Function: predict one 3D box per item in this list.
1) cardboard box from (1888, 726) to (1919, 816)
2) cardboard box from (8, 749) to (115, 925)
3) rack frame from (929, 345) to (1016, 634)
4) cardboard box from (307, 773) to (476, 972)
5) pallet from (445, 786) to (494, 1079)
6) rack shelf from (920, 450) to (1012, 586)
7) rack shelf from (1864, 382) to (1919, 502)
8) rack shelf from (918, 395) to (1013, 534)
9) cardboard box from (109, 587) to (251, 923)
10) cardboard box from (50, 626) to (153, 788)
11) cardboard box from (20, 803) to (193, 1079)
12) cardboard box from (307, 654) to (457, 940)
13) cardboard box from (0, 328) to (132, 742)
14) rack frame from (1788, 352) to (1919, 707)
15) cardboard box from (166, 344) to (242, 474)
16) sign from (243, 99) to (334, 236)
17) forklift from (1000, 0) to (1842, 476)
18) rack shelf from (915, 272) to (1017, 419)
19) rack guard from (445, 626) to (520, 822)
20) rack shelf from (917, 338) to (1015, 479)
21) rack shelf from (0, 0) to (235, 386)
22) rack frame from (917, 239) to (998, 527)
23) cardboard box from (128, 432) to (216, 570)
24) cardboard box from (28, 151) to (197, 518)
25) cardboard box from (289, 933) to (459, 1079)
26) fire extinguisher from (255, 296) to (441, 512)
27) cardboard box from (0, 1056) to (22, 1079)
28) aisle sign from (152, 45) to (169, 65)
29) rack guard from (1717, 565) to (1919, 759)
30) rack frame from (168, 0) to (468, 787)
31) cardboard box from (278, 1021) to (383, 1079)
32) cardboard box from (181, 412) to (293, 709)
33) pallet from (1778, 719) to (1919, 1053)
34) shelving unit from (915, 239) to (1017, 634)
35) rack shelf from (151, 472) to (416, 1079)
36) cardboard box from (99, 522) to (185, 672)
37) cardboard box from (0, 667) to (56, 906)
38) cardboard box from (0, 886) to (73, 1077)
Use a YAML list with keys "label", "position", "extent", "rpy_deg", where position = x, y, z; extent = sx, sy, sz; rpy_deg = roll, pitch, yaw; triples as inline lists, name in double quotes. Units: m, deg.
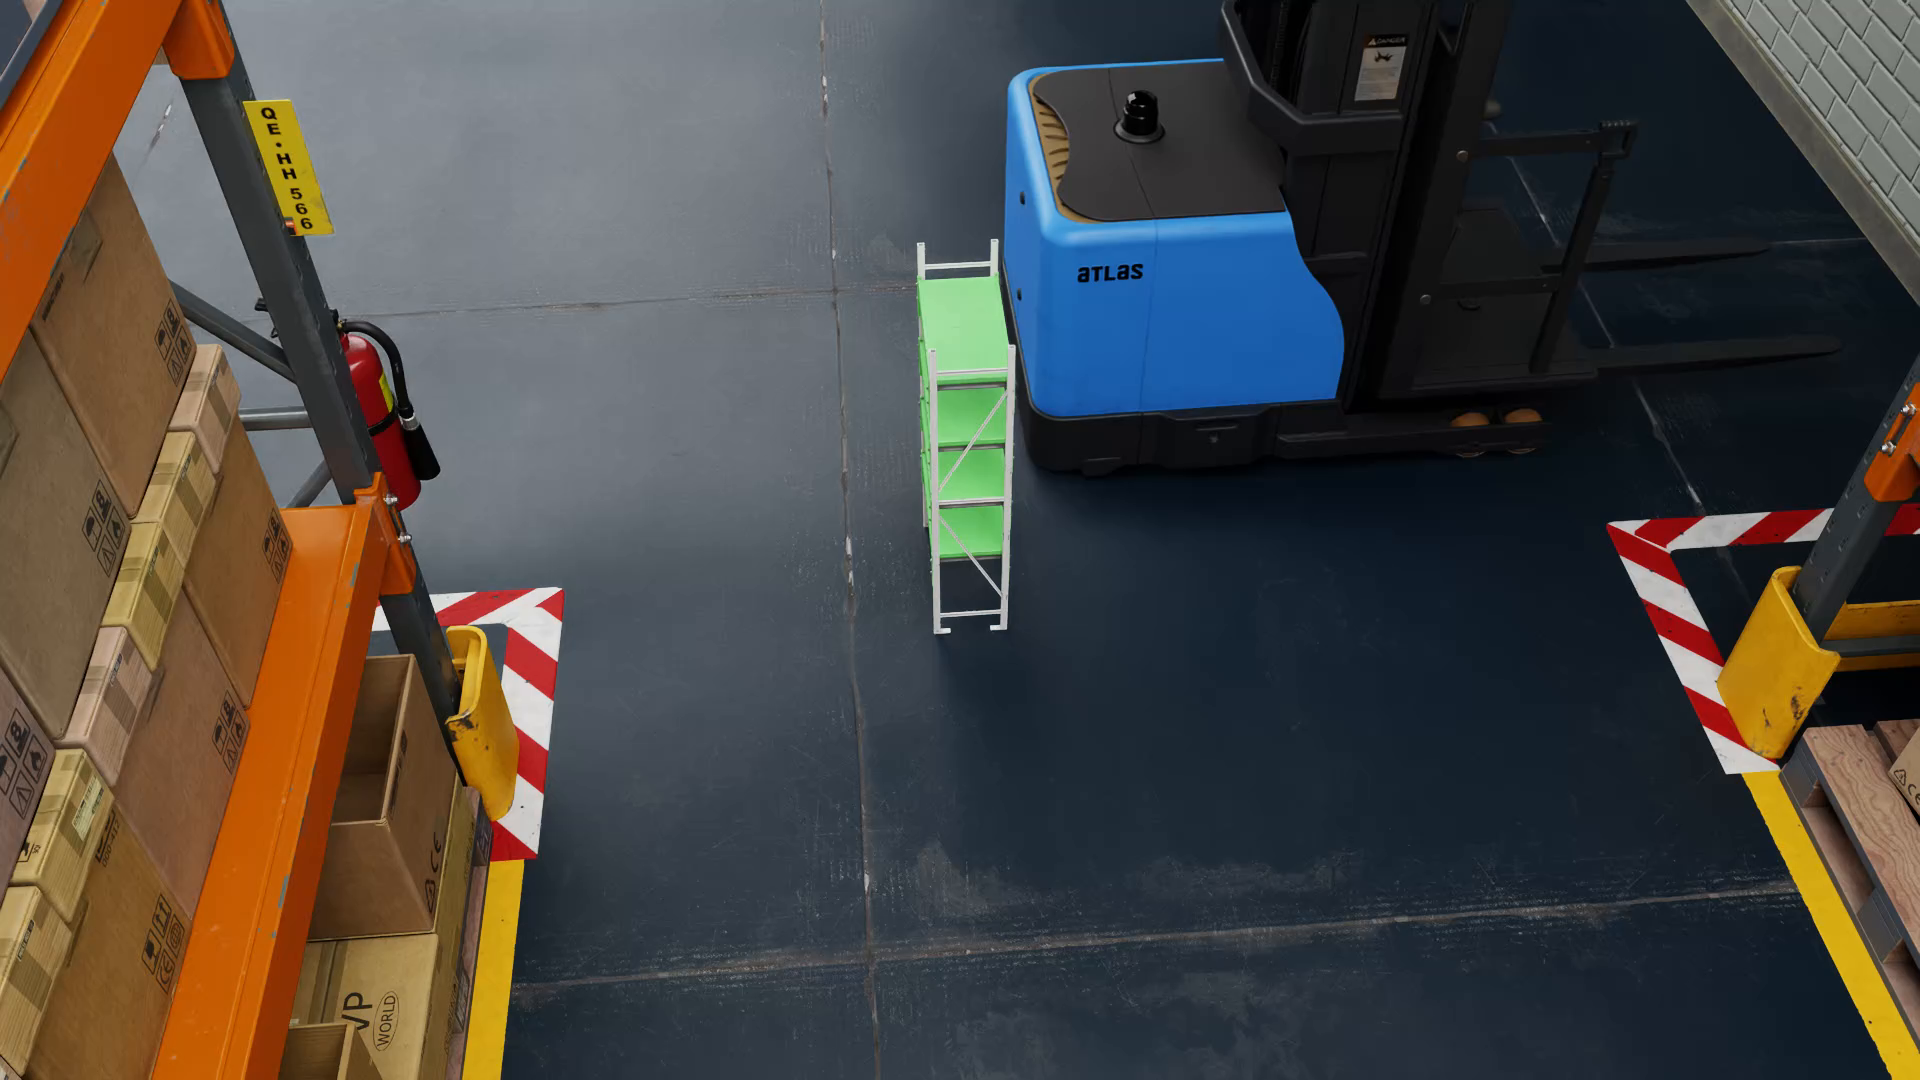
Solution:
- label: "cardboard box"
  position: [2.969, 0.710, 4.560]
  extent: [0.500, 0.311, 0.500]
  rpy_deg: [-8, 47, -8]
- label: "cardboard box"
  position: [-1.627, 0.489, 2.706]
  extent: [0.380, 0.149, 0.250]
  rpy_deg: [-2, 47, -2]
- label: "rack frame"
  position: [0.034, -0.116, 5.034]
  extent: [0.240, 1.200, 0.015]
  rpy_deg: [-3, 47, -3]
- label: "cardboard box"
  position: [-1.596, 0.906, 4.431]
  extent: [0.500, 0.250, 0.500]
  rpy_deg: [-3, 47, -3]
- label: "pallet"
  position: [-1.829, 1.244, 4.426]
  extent: [1.003, 0.211, 1.213]
  rpy_deg: [-3, 47, -3]
- label: "rack shelf"
  position: [0.014, -0.084, 5.422]
  extent: [0.258, 0.148, 0.480]
  rpy_deg: [-3, 47, -3]
- label: "rack shelf"
  position: [3.168, 1.125, 3.114]
  extent: [1.077, 0.370, 4.000]
  rpy_deg: [-3, 47, -3]
- label: "rack shelf"
  position: [0.014, -0.249, 5.247]
  extent: [0.258, 0.148, 0.480]
  rpy_deg: [-3, 47, -3]
- label: "cardboard box"
  position: [-1.860, 0.419, 3.219]
  extent: [0.700, 0.500, 0.500]
  rpy_deg: [-2, 47, -2]
- label: "cardboard box"
  position: [-1.650, 0.299, 2.886]
  extent: [0.380, 0.149, 0.250]
  rpy_deg: [-3, 47, -3]
- label: "cardboard box"
  position: [-1.824, 0.778, 2.878]
  extent: [0.700, 0.500, 0.500]
  rpy_deg: [-3, 47, -3]
- label: "cardboard box"
  position: [-1.594, 0.648, 4.158]
  extent: [0.500, 0.500, 0.500]
  rpy_deg: [-3, 47, -3]
- label: "cardboard box"
  position: [-1.855, 0.011, 2.711]
  extent: [0.700, 0.500, 0.500]
  rpy_deg: [-5, 47, -4]
- label: "rack frame"
  position: [3.001, -0.569, 4.223]
  extent: [1.000, 3.000, 0.127]
  rpy_deg: [-3, 47, -3]
- label: "cardboard box"
  position: [-1.713, -0.258, 3.413]
  extent: [0.380, 0.149, 0.250]
  rpy_deg: [-4, 47, -4]
- label: "sign"
  position: [-1.393, -0.768, 3.451]
  extent: [0.100, 0.325, 0.005]
  rpy_deg: [-3, 47, -3]
- label: "forklift"
  position: [1.705, -1.688, 5.330]
  extent: [3.031, 2.935, 1.130]
  rpy_deg: [-4, 47, -4]
- label: "rack shelf"
  position: [0.014, -0.579, 4.899]
  extent: [0.258, 0.148, 0.480]
  rpy_deg: [-3, 47, -3]
- label: "rack guard"
  position: [-1.937, 0.577, 4.859]
  extent: [1.175, 0.500, 0.348]
  rpy_deg: [-3, 47, -3]
- label: "rack shelf"
  position: [0.014, -0.414, 5.073]
  extent: [0.258, 0.148, 0.480]
  rpy_deg: [-3, 47, -3]
- label: "rack shelf"
  position: [-1.768, 0.398, 1.737]
  extent: [1.077, 0.370, 4.000]
  rpy_deg: [-3, 47, -3]
- label: "rack frame"
  position: [-0.007, -0.469, 5.368]
  extent: [0.240, 1.200, 0.015]
  rpy_deg: [-3, 47, -3]
- label: "cardboard box"
  position: [-1.690, -0.069, 3.233]
  extent: [0.380, 0.149, 0.250]
  rpy_deg: [-2, 47, -2]
- label: "cardboard box"
  position: [-1.904, -0.369, 3.071]
  extent: [0.700, 0.500, 0.500]
  rpy_deg: [-3, 47, -3]
- label: "cardboard box"
  position: [-1.542, 1.267, 4.089]
  extent: [0.500, 0.250, 0.500]
  rpy_deg: [-3, 47, -3]
- label: "fire extinguisher"
  position: [-1.482, -0.352, 4.071]
  extent: [0.296, 0.674, 0.183]
  rpy_deg: [-3, 47, -3]
- label: "cardboard box"
  position: [-1.581, 0.864, 2.350]
  extent: [0.380, 0.149, 0.250]
  rpy_deg: [-4, 47, -4]
- label: "aisle sign"
  position: [-1.648, -1.225, 3.053]
  extent: [0.394, 0.787, 0.004]
  rpy_deg: [-3, 47, -3]
- label: "rack guard"
  position: [3.007, 0.345, 5.078]
  extent: [1.175, 0.500, 0.348]
  rpy_deg: [-3, 47, -3]
- label: "rack frame"
  position: [-1.935, -0.265, 3.935]
  extent: [1.000, 3.000, 0.127]
  rpy_deg: [-3, 47, -3]
- label: "cardboard box"
  position: [-1.495, 1.371, 3.474]
  extent: [0.500, 0.500, 0.500]
  rpy_deg: [-3, 47, -3]
- label: "cardboard box"
  position: [-1.909, 0.039, 3.578]
  extent: [0.700, 0.500, 0.500]
  rpy_deg: [-3, 47, -3]
- label: "pallet"
  position: [3.040, 1.035, 4.625]
  extent: [1.003, 0.211, 1.213]
  rpy_deg: [-3, 47, -3]
- label: "shelving unit"
  position: [0.014, -0.293, 5.201]
  extent: [0.258, 1.200, 0.503]
  rpy_deg: [-3, 47, -3]
- label: "rack shelf"
  position: [-1.768, 1.429, 2.826]
  extent: [1.077, 0.370, 4.000]
  rpy_deg: [-3, 47, -3]
- label: "cardboard box"
  position: [-1.668, 0.116, 3.058]
  extent: [0.380, 0.149, 0.250]
  rpy_deg: [-4, 47, -4]
- label: "cardboard box"
  position: [-1.812, 0.376, 2.366]
  extent: [0.700, 0.500, 0.500]
  rpy_deg: [-3, 47, -3]
- label: "cardboard box"
  position: [-1.603, 0.679, 2.525]
  extent: [0.380, 0.149, 0.250]
  rpy_deg: [-2, 47, -2]
